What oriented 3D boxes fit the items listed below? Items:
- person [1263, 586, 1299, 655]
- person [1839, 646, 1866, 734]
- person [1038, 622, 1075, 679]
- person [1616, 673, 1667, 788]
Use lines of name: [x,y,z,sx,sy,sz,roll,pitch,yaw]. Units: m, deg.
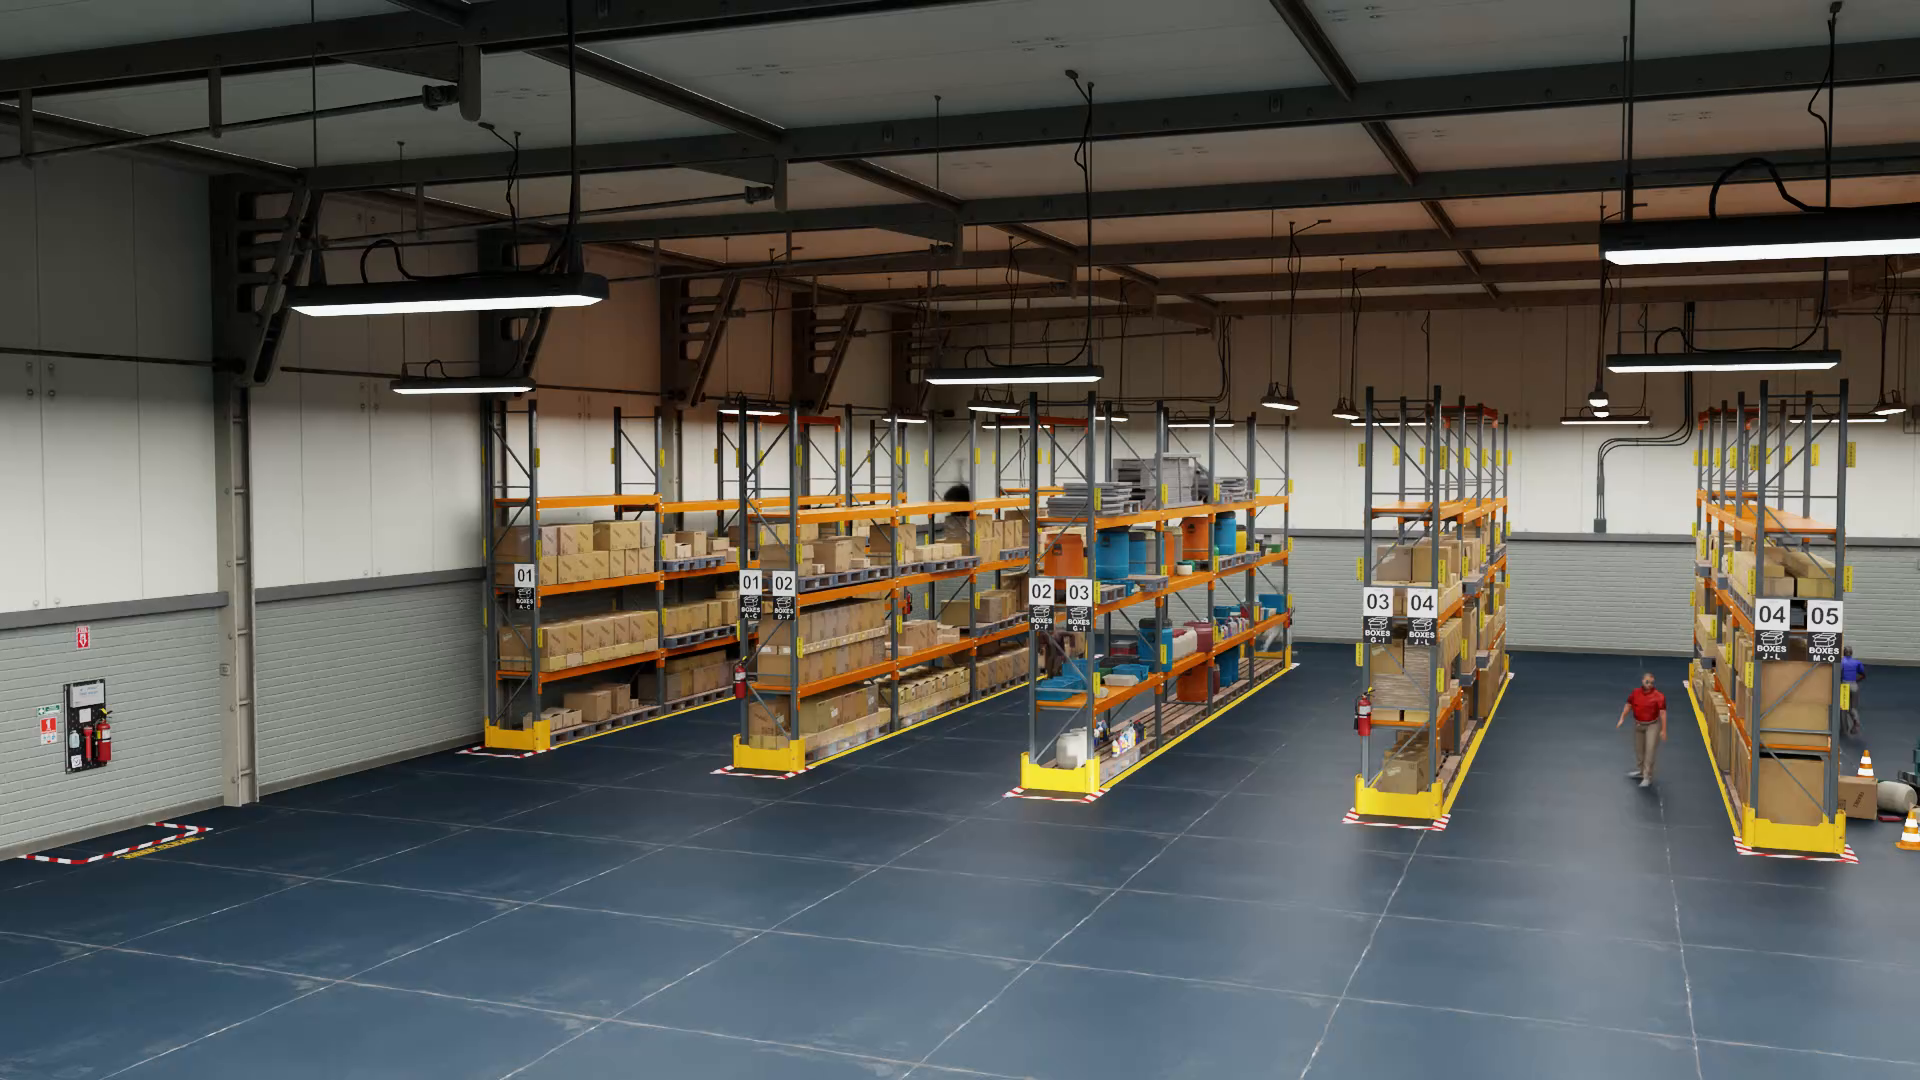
person: [8.189,2.031,41.976,0.701,1.755,0.996,-2,4,-38]
person: [16.067,2.728,30.020,0.575,1.607,0.720,1,3,13]
person: [2.003,2.478,34.610,0.740,1.632,0.958,1,3,17]
person: [10.524,2.895,25.609,0.782,1.722,0.716,-2,3,-36]
